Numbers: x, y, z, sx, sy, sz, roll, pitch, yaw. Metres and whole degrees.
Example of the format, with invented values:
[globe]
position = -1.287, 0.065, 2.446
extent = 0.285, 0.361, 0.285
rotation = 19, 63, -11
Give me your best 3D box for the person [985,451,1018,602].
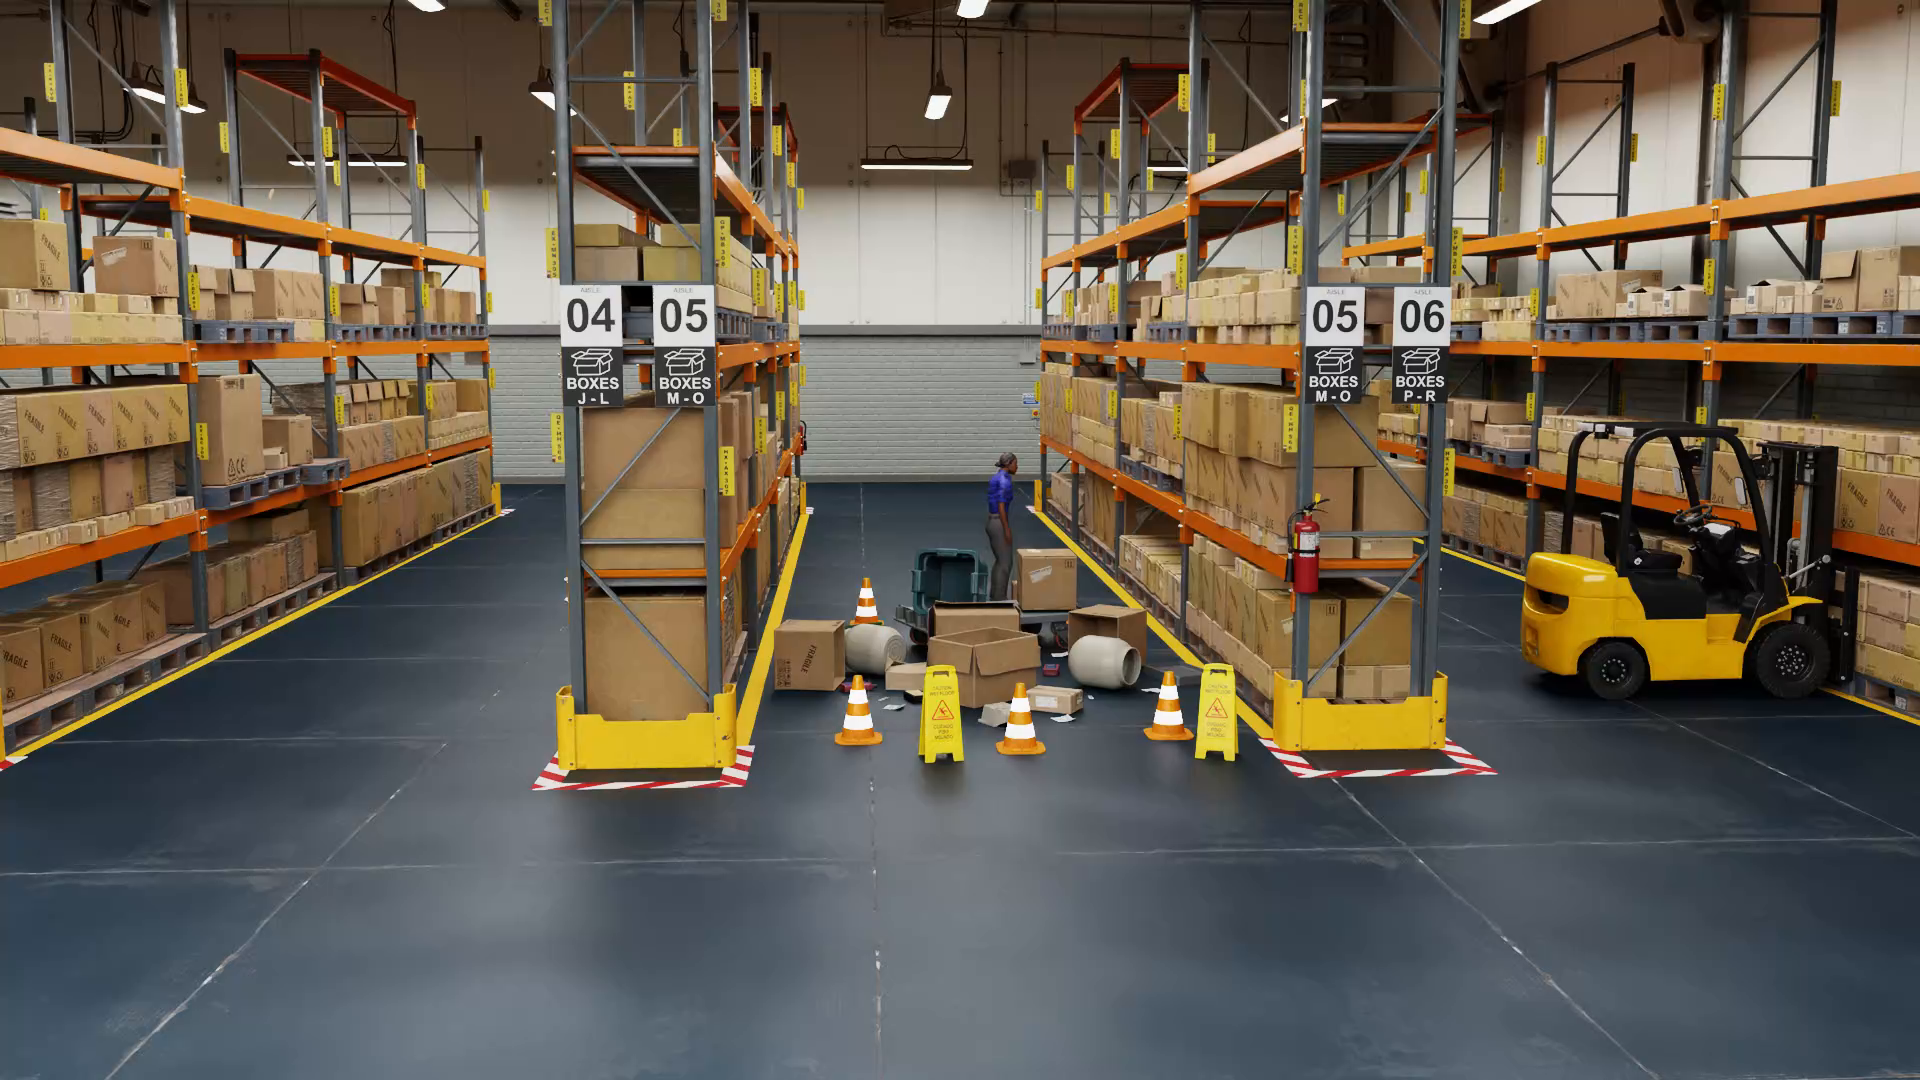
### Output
[person]
position = 0.452, -0.116, 17.721
extent = 0.351, 1.654, 0.531
rotation = -1, 7, -7
